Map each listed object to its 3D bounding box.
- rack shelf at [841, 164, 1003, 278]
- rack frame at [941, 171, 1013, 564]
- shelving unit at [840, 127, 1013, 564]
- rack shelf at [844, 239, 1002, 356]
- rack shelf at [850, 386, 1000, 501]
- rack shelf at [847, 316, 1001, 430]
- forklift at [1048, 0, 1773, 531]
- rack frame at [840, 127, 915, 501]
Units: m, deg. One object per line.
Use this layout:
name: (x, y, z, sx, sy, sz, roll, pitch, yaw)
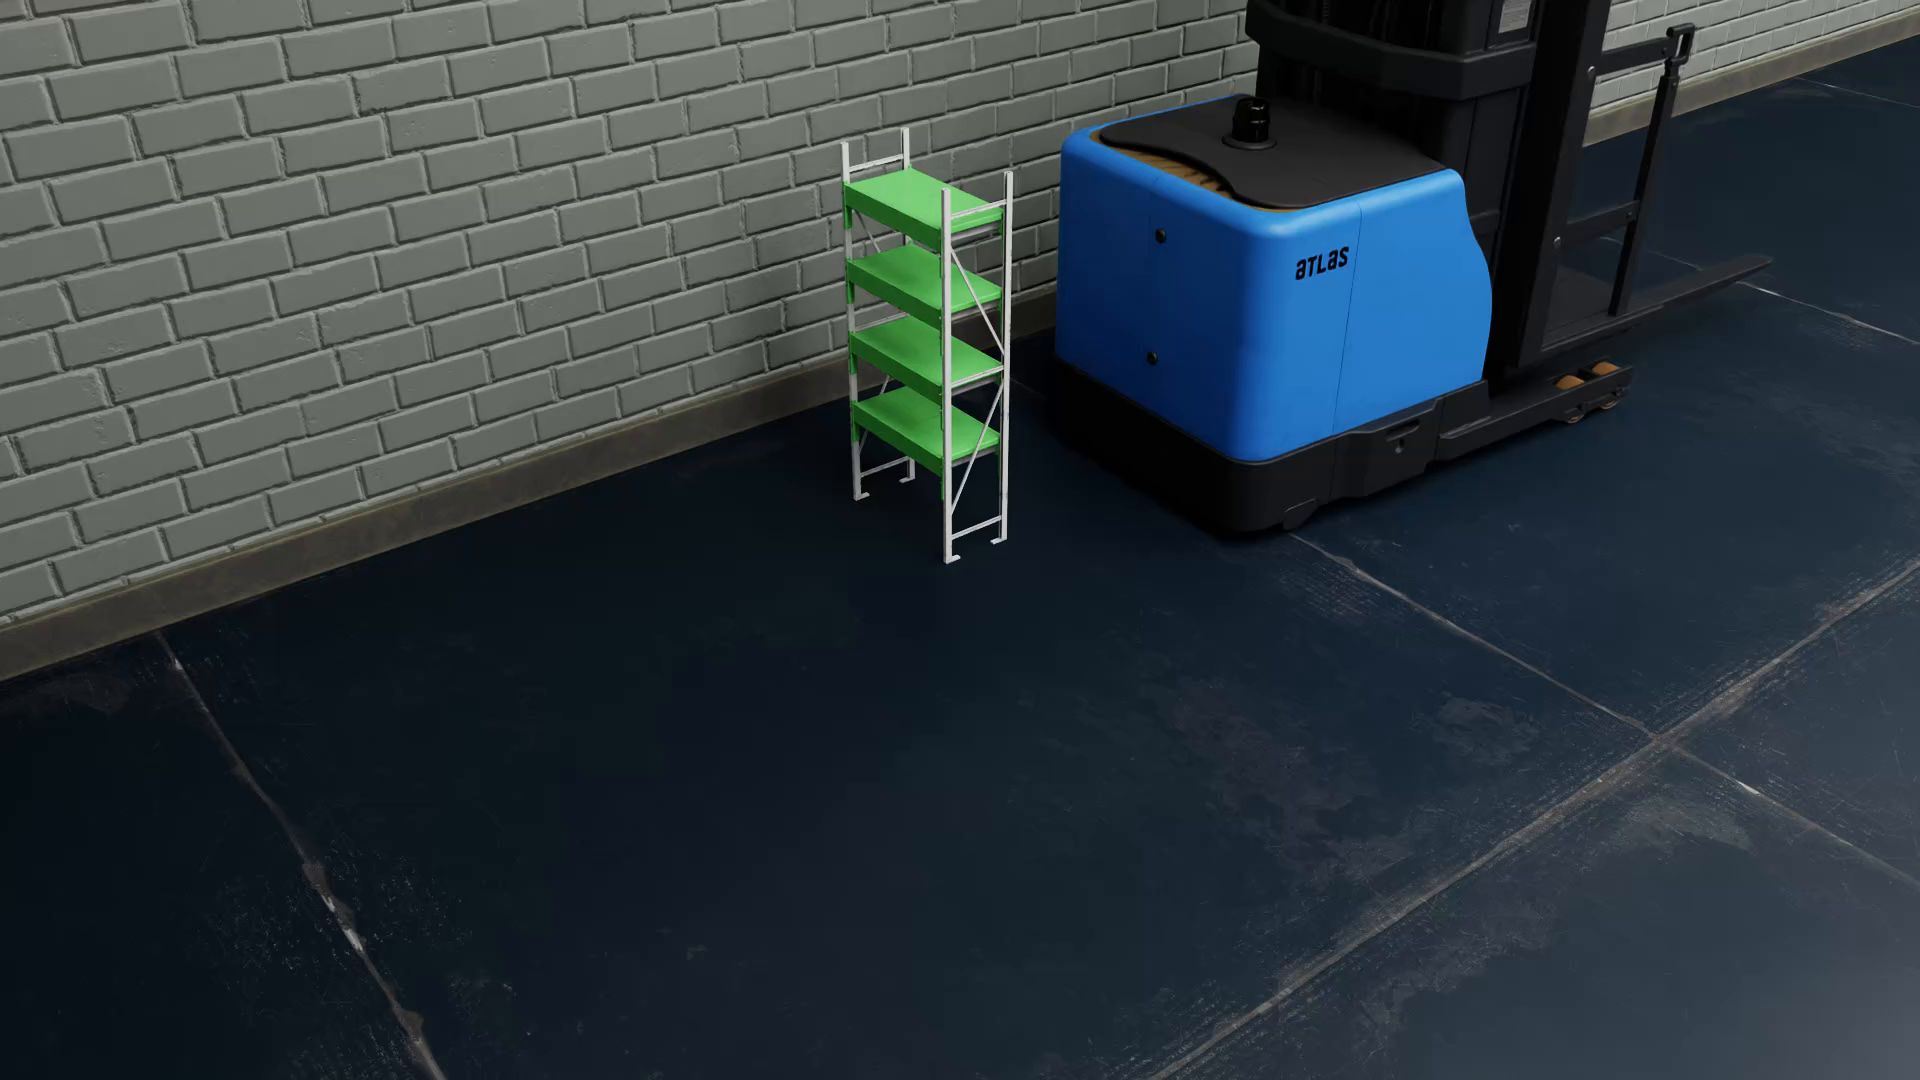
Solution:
rack shelf: (-0.101, -0.932, 4.825, 0.258, 0.148, 0.480, -22, 38, -31)
rack frame: (0.048, -0.477, 4.881, 0.240, 1.200, 0.015, -22, 38, -31)
shelving unit: (-0.101, -0.579, 5.045, 0.258, 1.200, 0.503, -22, 38, -31)
rack shelf: (-0.101, -0.728, 4.952, 0.258, 0.148, 0.480, -22, 38, -31)
rack shelf: (-0.101, -0.321, 5.205, 0.258, 0.148, 0.480, -22, 38, -31)
rack shelf: (-0.101, -0.524, 5.078, 0.258, 0.148, 0.480, -22, 38, -31)
forklift: (1.812, -1.869, 5.482, 3.031, 2.935, 1.130, -20, 37, -29)
rack frame: (-0.251, -0.680, 5.208, 0.240, 1.200, 0.015, -22, 38, -31)
